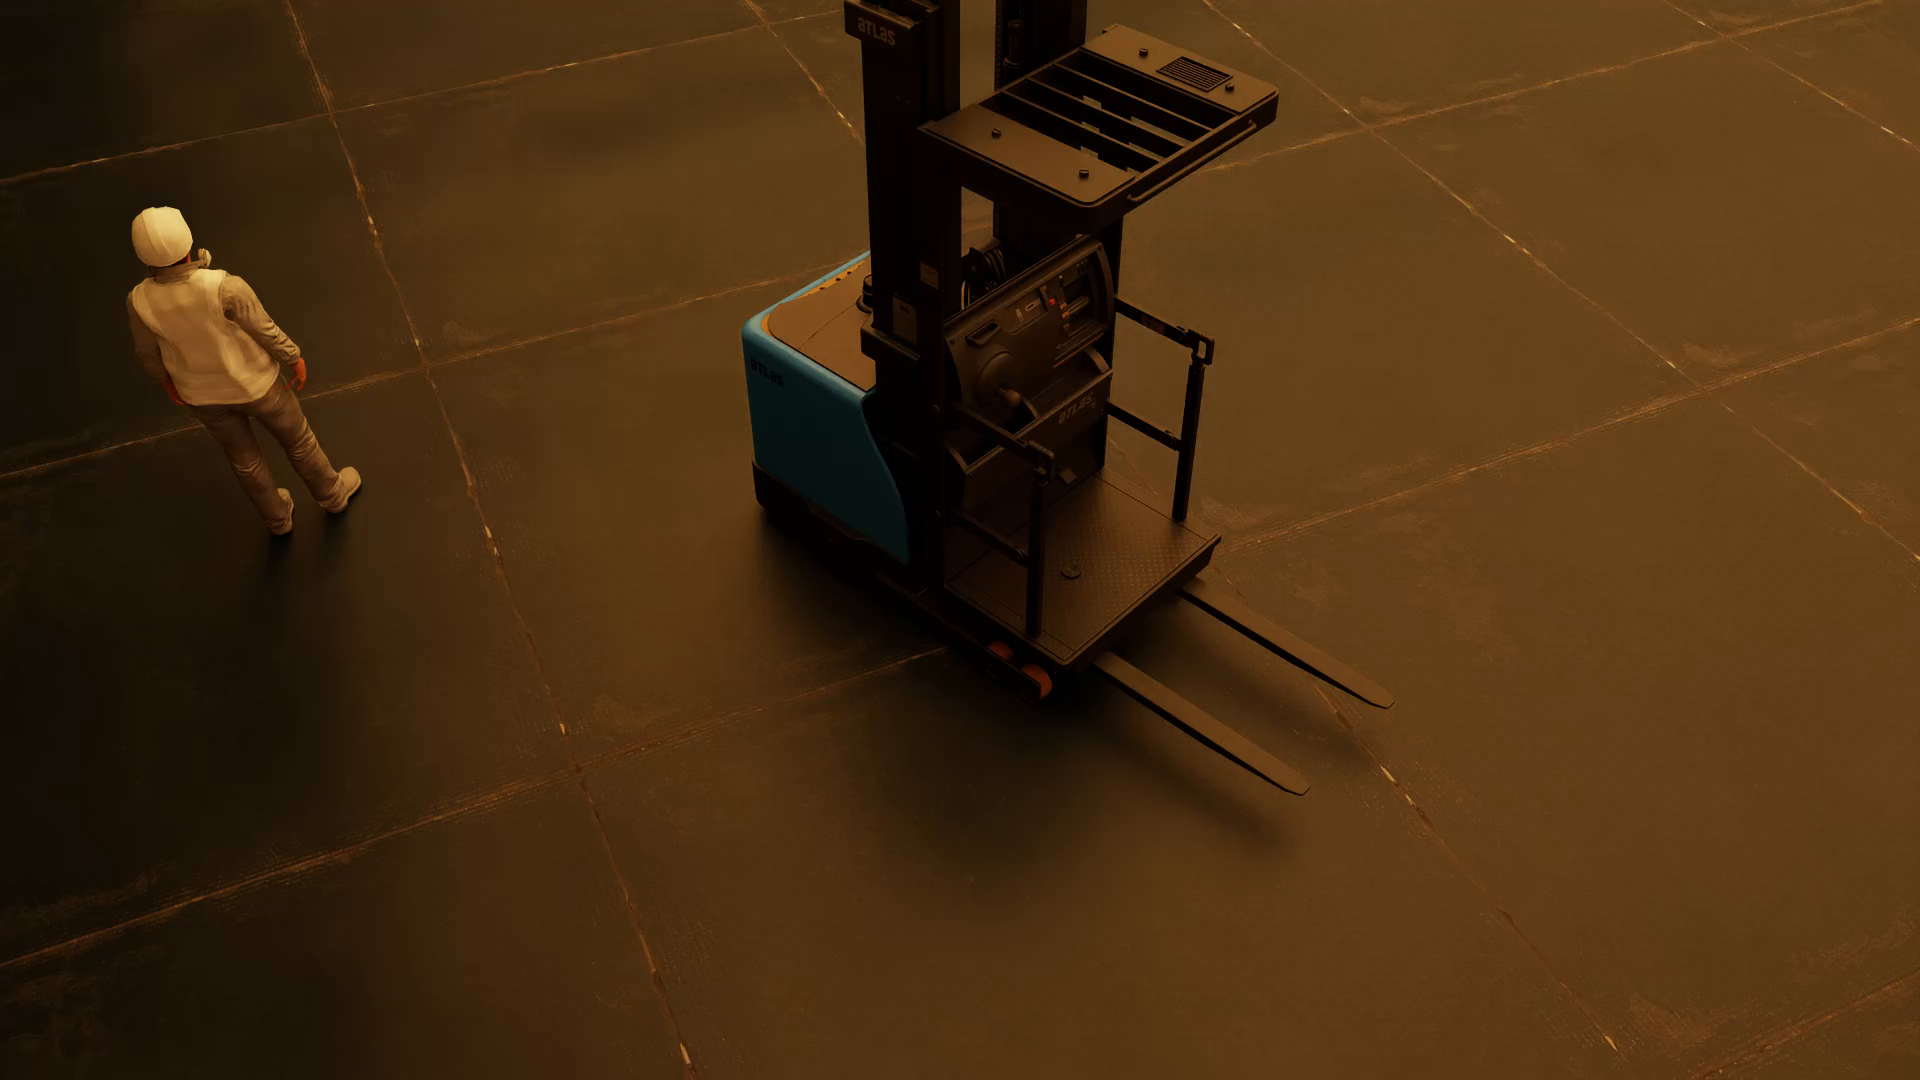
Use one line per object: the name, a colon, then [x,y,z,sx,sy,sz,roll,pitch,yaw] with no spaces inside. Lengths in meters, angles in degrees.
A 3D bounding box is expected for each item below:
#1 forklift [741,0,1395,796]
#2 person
forklift: [0.445,-0.788,6.525,3.031,2.935,1.130,32,52,30]
person: [-3.201,-0.757,7.328,0.633,1.776,0.566,-6,43,-6]
